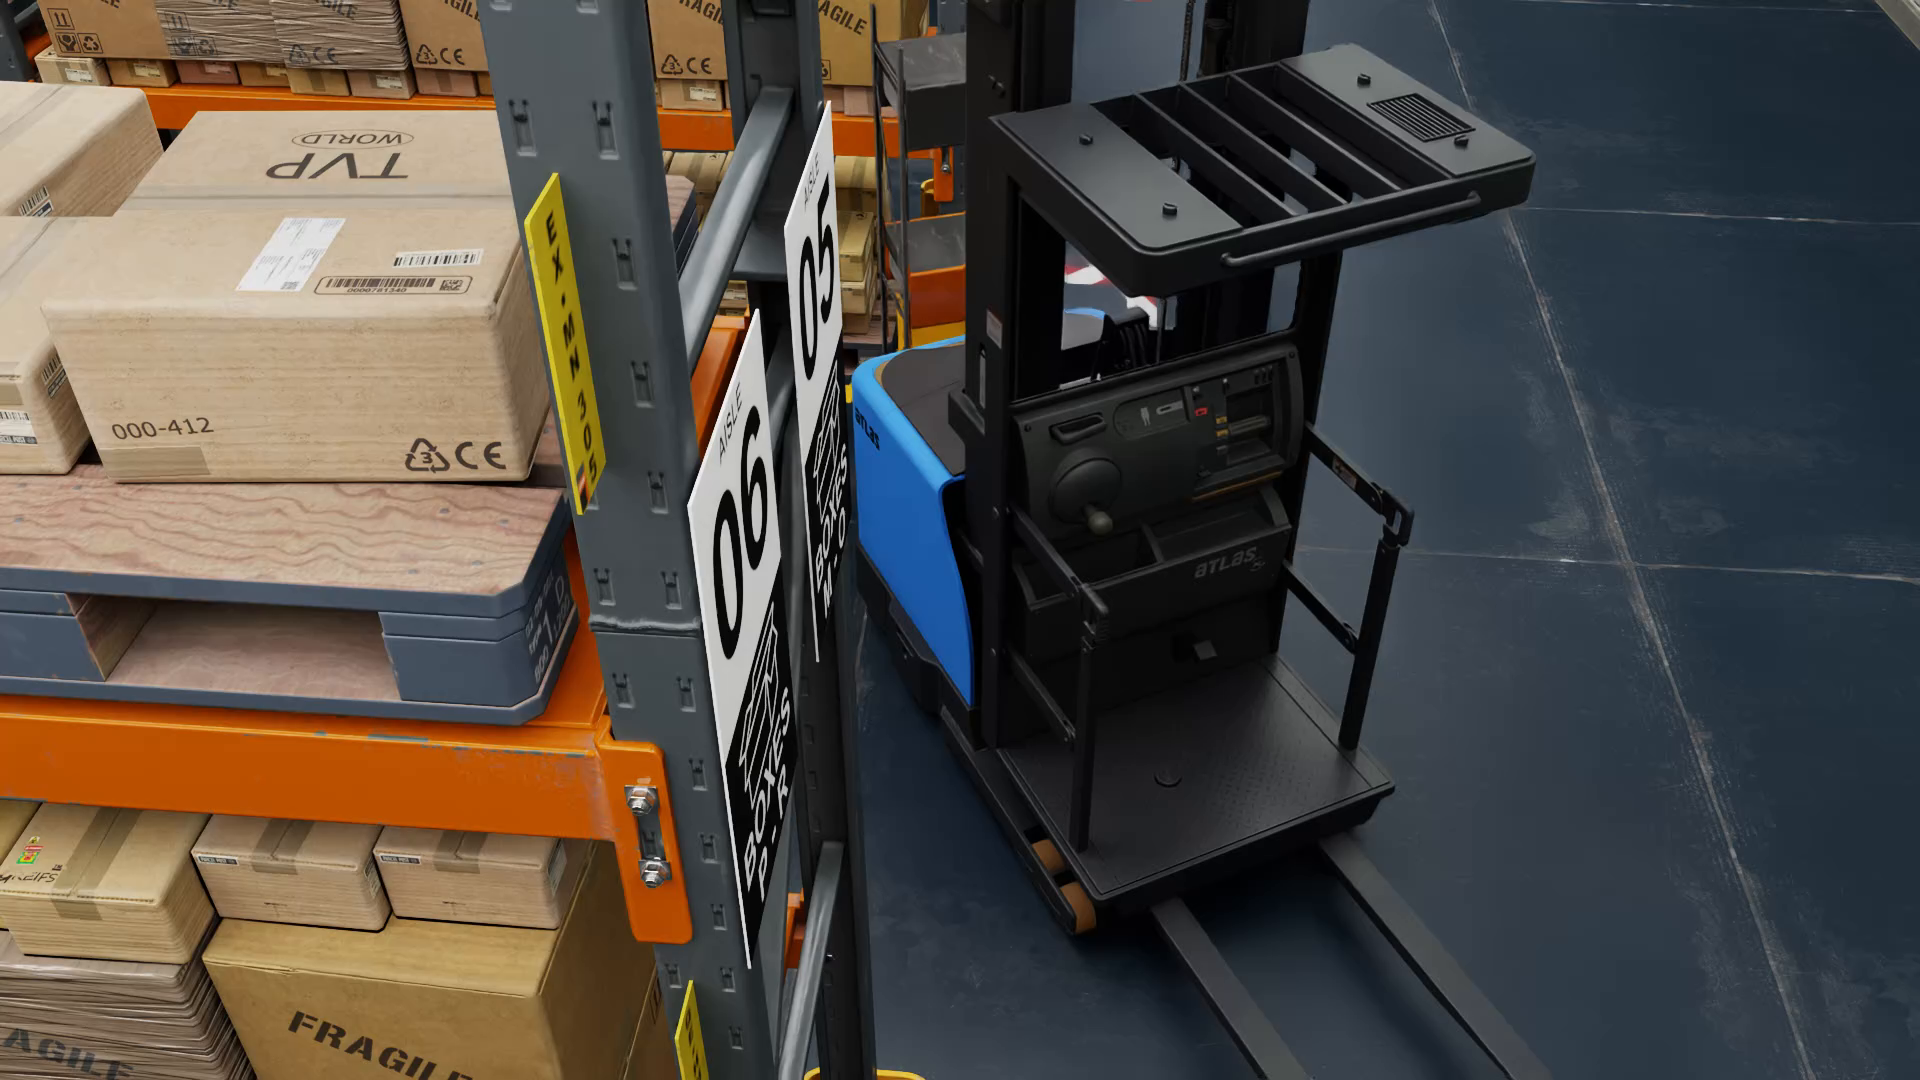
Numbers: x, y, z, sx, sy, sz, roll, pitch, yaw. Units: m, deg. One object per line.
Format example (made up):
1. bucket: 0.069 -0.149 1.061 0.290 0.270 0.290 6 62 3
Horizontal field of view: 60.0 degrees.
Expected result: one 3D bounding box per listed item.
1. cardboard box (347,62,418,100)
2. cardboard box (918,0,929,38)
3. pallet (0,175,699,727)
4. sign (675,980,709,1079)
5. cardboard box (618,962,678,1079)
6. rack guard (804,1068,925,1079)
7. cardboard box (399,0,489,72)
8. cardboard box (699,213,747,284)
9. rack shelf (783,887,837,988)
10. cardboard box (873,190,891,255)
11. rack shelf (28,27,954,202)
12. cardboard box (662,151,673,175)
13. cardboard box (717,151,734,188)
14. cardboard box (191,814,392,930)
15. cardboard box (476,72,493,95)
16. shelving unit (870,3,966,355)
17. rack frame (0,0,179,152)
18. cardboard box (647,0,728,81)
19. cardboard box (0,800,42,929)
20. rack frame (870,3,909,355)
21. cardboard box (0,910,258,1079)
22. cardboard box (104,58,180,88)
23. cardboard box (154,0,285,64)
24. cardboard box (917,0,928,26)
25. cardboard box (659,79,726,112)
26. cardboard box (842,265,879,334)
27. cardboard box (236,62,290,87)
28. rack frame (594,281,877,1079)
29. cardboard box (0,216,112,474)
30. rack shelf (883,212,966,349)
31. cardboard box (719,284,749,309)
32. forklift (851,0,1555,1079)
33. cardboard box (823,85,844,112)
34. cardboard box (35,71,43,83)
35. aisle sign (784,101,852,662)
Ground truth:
1. cardboard box: -2.399 -2.021 7.056 0.250 0.149 0.380 5 39 6
2. cardboard box: -0.278 -2.290 7.386 0.250 0.149 0.380 3 39 3
3. pallet: -1.050 -0.208 2.323 1.213 0.211 1.003 3 39 4
4. sign: -0.371 0.755 2.342 0.005 0.325 0.100 3 39 4
5. cardboard box: -0.814 1.057 2.996 0.500 0.500 0.500 3 39 4
6. rack guard: -0.286 1.926 3.988 0.348 0.500 1.175 3 39 4
7. cardboard box: -1.968 -2.267 6.844 0.500 0.500 0.500 5 39 6
8. cardboard box: -1.048 -1.305 7.431 0.250 0.149 0.380 2 39 3
9. rack shelf: -2.303 1.125 3.561 4.000 0.370 1.077 3 39 4
10. cardboard box: -0.484 -1.526 7.939 0.250 0.149 0.380 5 39 6
11. rack shelf: -1.977 -1.993 7.393 4.000 0.370 1.077 3 39 4
12. cardboard box: -1.531 -1.710 7.929 0.250 0.149 0.380 5 39 6
13. cardboard box: -1.002 -1.727 7.950 0.250 0.149 0.380 3 39 4
14. cardboard box: -0.940 0.385 2.516 0.250 0.149 0.380 4 39 5
15. cardboard box: -1.875 -2.036 7.074 0.250 0.149 0.380 4 39 5
16. shelving unit: -0.011 -0.938 6.239 0.503 2.100 0.431 -10 40 -12
17. rack frame: -3.969 -2.381 7.299 0.127 3.000 1.000 3 39 4
18. cardboard box: -0.967 -2.211 6.776 0.500 0.500 0.500 3 39 3
19. cardboard box: -1.452 0.384 2.517 0.250 0.149 0.380 4 39 5
20. rack frame: -0.245 -0.895 6.187 0.015 2.100 0.400 -10 40 -12
21. cardboard box: -1.334 0.642 2.714 0.500 0.500 0.500 3 39 4
22. cardboard box: -3.451 -2.095 7.147 0.250 0.149 0.380 4 39 5
23. cardboard box: -3.004 -2.328 6.919 0.500 0.500 0.500 3 39 4
24. cardboard box: -0.407 -2.516 7.150 0.500 0.500 0.500 5 39 6
25. cardboard box: -1.085 -1.947 6.964 0.250 0.149 0.380 4 39 5
26. cardboard box: -0.526 -1.118 7.673 0.250 0.149 0.380 4 39 5
27. cardboard box: -2.911 -2.095 7.147 0.250 0.149 0.380 2 39 2
28. rack frame: -0.310 0.955 3.200 0.127 3.000 1.000 3 39 4
29. cardboard box: -1.191 -0.253 2.095 0.250 0.149 0.380 0 39 0
30. rack shelf: -0.011 -0.928 6.248 0.480 0.518 0.431 -10 40 -12
31. cardboard box: -1.052 -1.212 7.553 0.250 0.149 0.380 2 39 2
32. forklift: 0.690 -0.215 4.693 1.130 2.935 3.031 -17 42 -19
33. cardboard box: -0.578 -1.943 6.960 0.250 0.149 0.380 3 39 4
34. cardboard box: -4.682 -2.072 7.973 0.500 0.250 0.500 2 39 2
35. aisle sign: -0.214 -0.231 2.599 0.004 0.787 0.394 3 39 4
